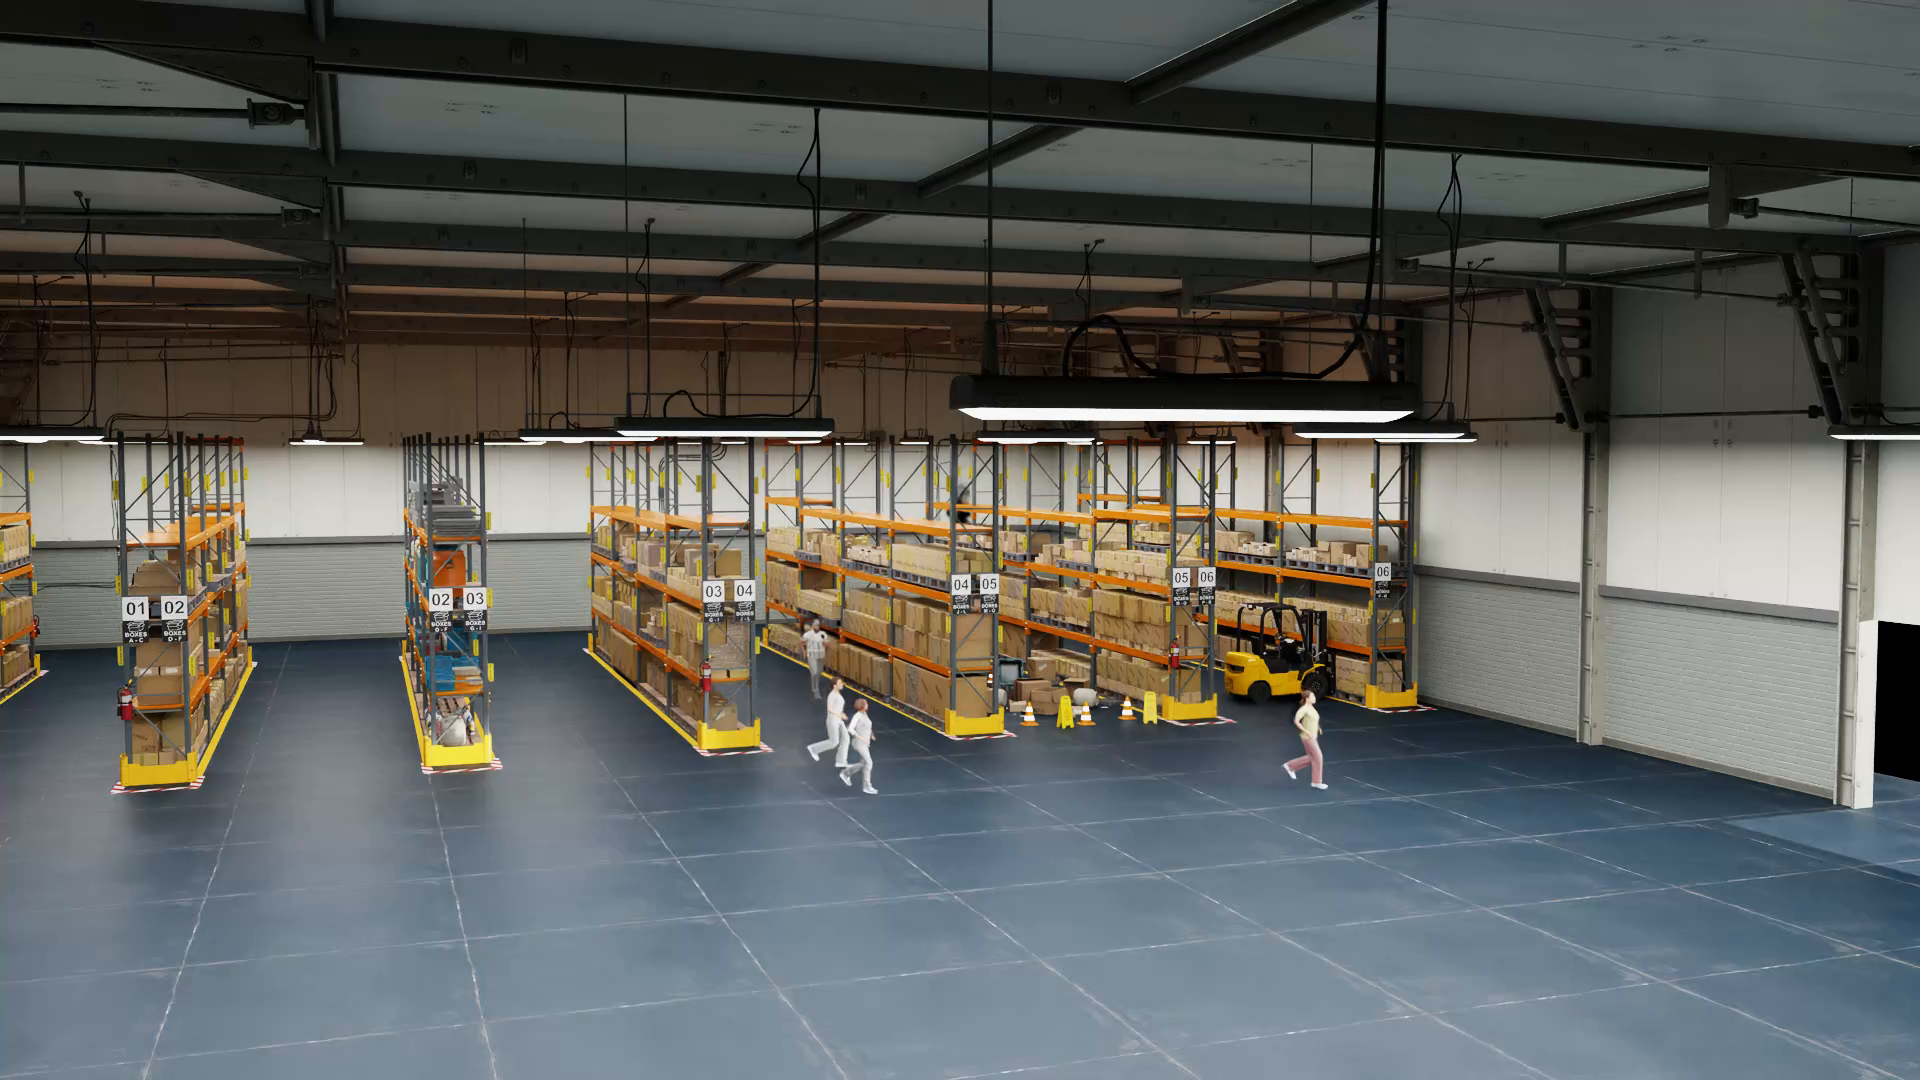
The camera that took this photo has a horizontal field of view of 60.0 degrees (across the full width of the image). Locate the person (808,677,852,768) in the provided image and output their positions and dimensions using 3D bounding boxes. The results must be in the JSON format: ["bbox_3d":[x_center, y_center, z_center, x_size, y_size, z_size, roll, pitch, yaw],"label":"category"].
[{"bbox_3d":[-2.315,3.257,29.759,0.805,1.639,0.560,1,3,14],"label":"person"}]

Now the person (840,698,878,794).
[{"bbox_3d":[-1.683,3.410,27.578,0.664,1.589,0.550,1,3,11],"label":"person"}]

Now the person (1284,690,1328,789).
[{"bbox_3d":[5.830,3.342,28.046,0.790,1.651,0.593,2,4,27],"label":"person"}]

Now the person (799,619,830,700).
[{"bbox_3d":[-3.303,2.711,38.156,0.646,1.822,0.888,-2,4,-28],"label":"person"}]

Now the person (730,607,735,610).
[{"bbox_3d":[-6.488,2.305,46.750,0.750,1.656,0.524,0,3,-9],"label":"person"}]
